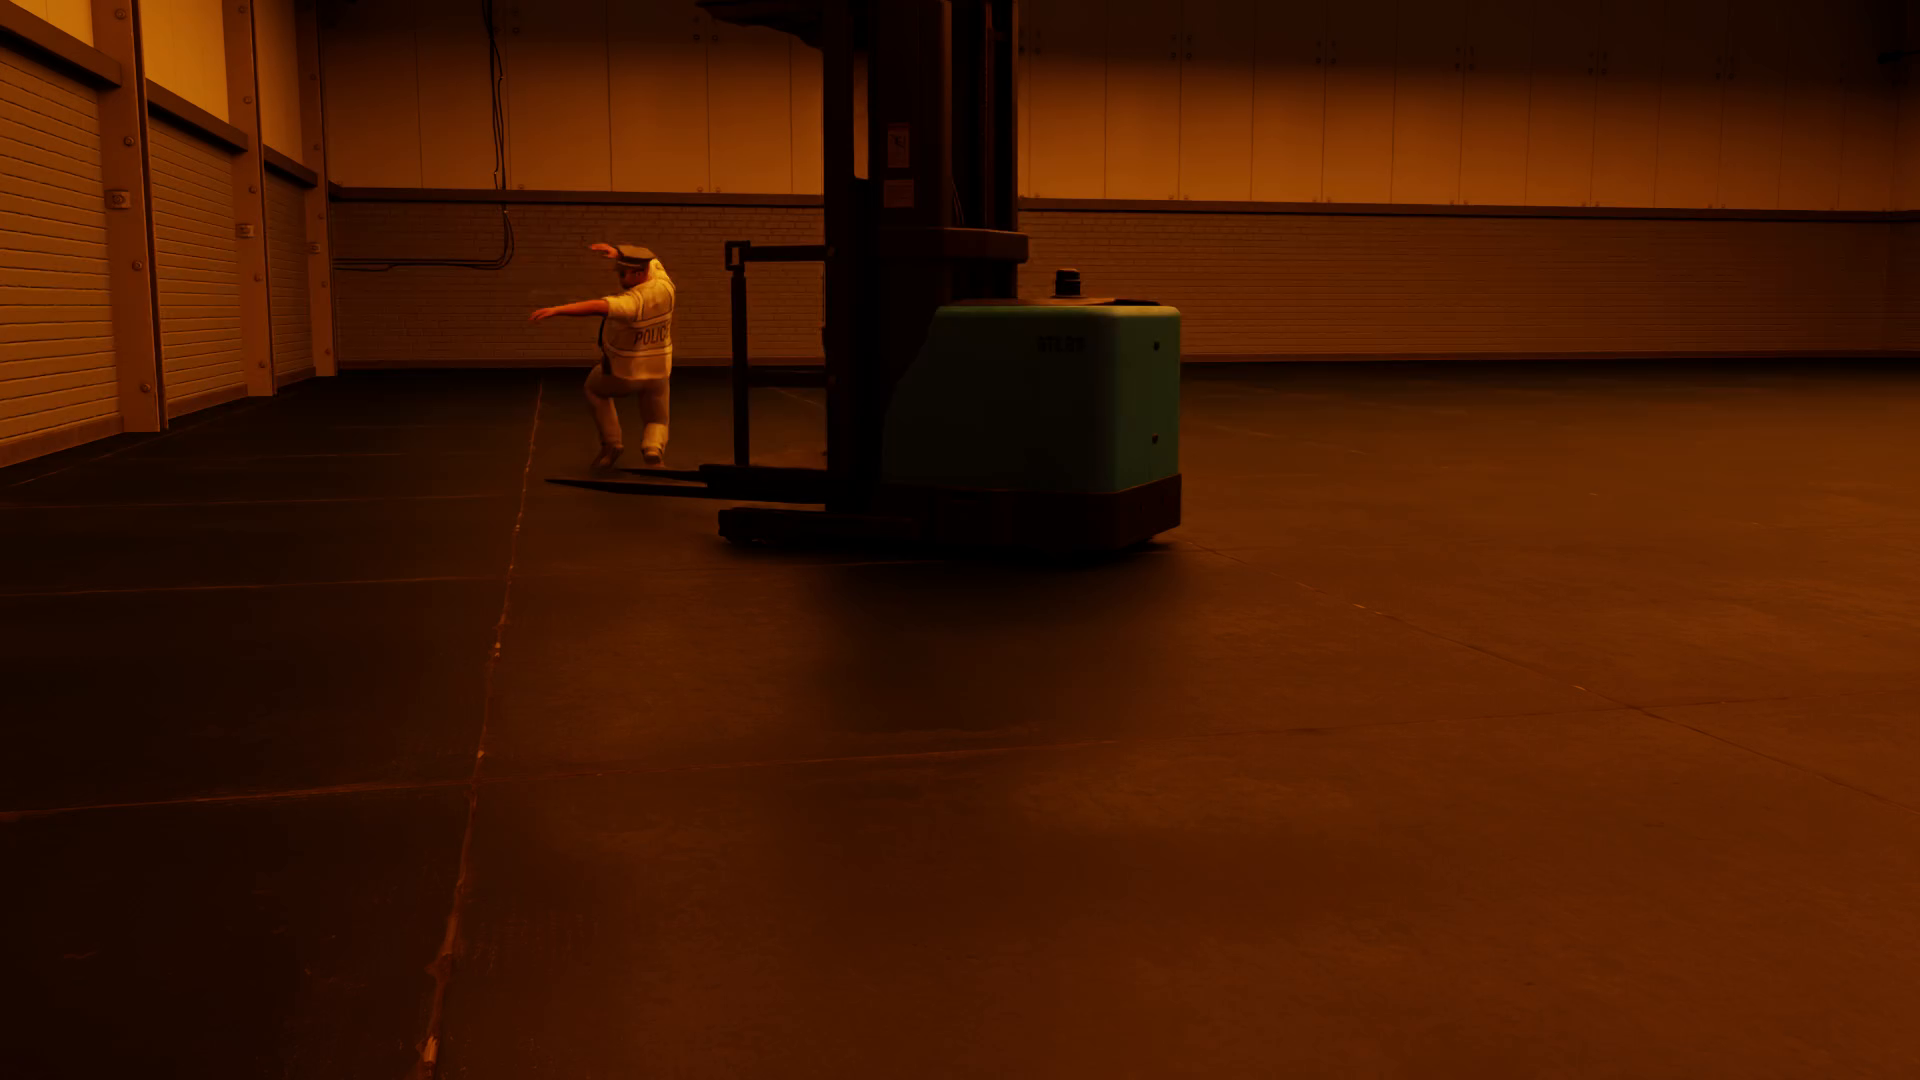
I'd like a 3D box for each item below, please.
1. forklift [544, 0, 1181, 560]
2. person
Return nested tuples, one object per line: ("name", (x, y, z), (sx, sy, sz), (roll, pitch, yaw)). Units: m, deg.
("forklift", (-0.542, -1.482, 7.721), (3.031, 2.935, 1.130), (4, 9, 24))
("person", (-2.387, -1.143, 10.738), (1.064, 1.526, 0.889), (-5, 10, -34))
